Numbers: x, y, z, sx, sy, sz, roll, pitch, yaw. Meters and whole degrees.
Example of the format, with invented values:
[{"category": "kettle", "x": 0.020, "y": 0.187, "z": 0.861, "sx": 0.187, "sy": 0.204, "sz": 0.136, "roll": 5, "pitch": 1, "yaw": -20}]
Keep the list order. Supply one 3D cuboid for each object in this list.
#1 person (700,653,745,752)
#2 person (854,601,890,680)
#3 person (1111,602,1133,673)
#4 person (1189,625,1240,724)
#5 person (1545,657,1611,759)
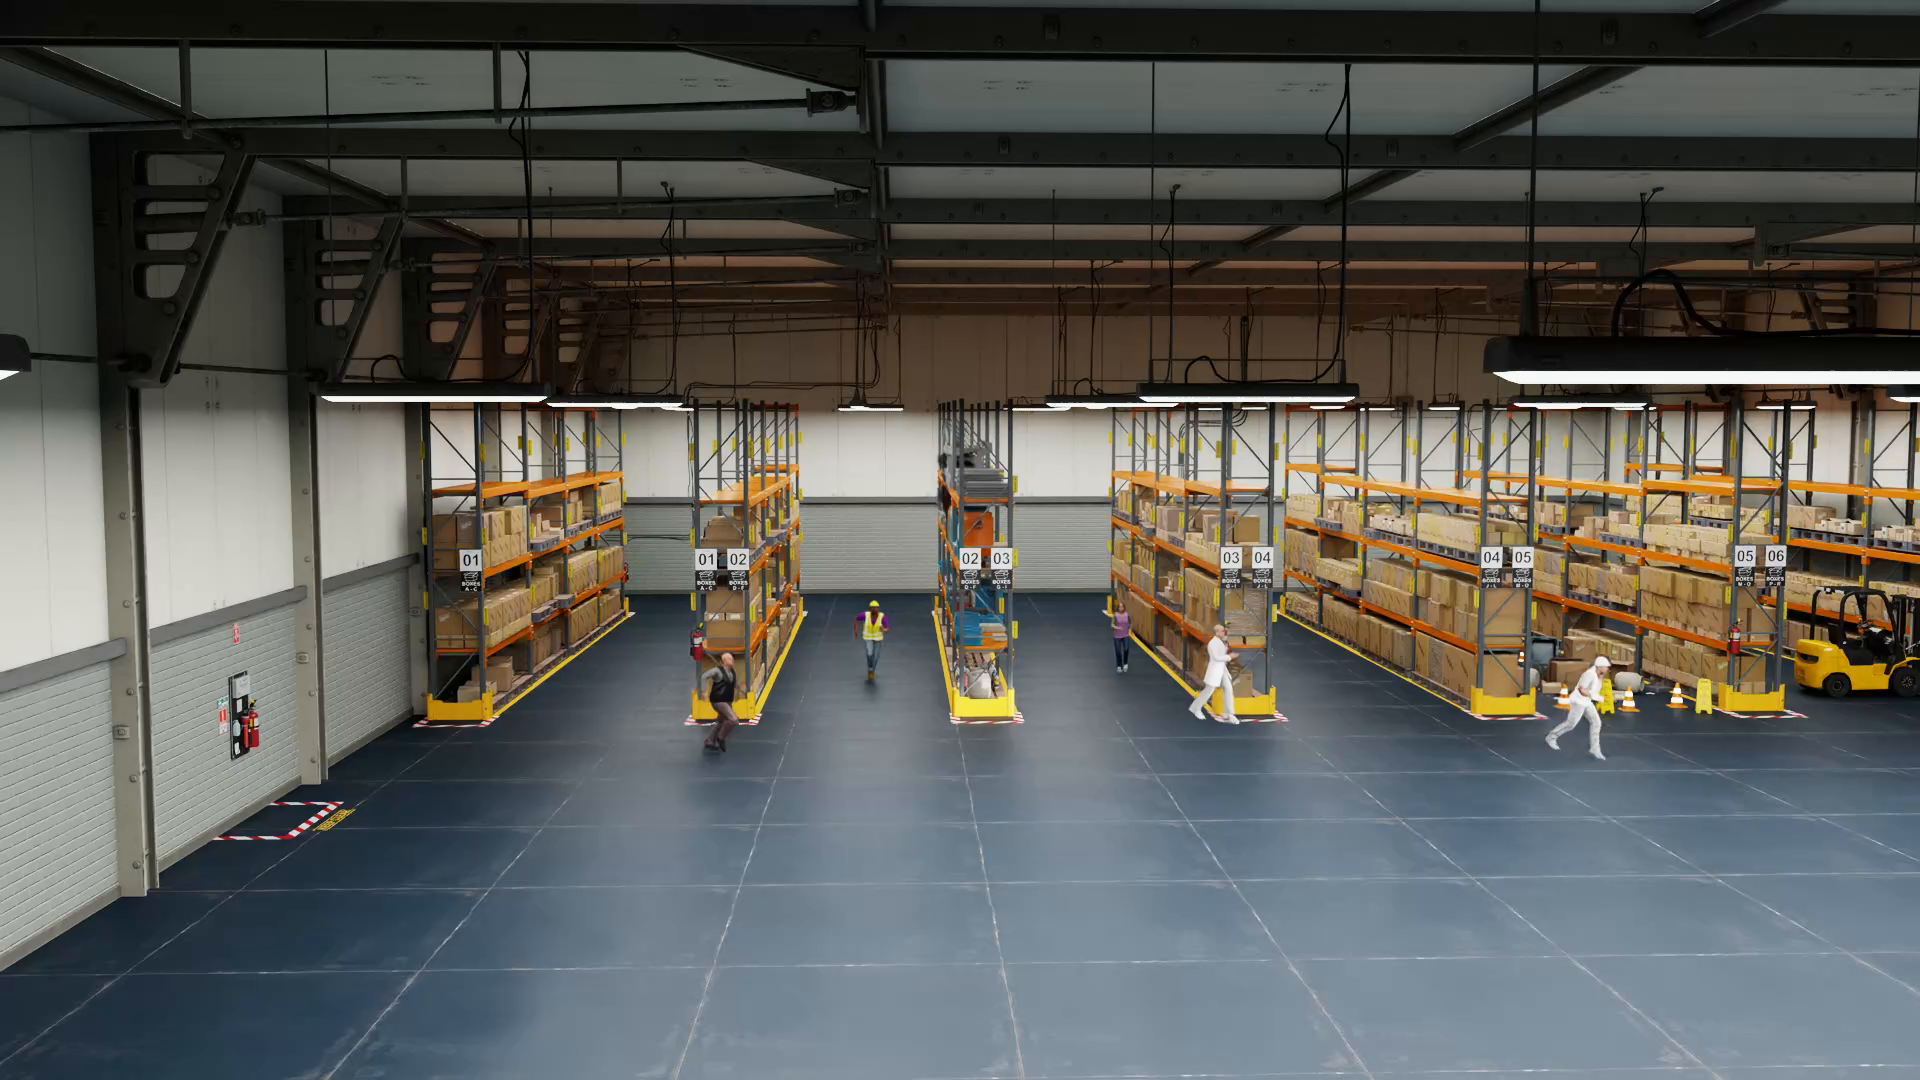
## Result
[{"category": "person", "x": -3.979, "y": 2.735, "z": 27.972, "sx": 0.782, "sy": 1.673, "sz": 0.688, "roll": 2, "pitch": 5, "yaw": 28}, {"category": "person", "x": -1.875, "y": 2.141, "z": 35.523, "sx": 0.740, "sy": 1.711, "sz": 0.783, "roll": -1, "pitch": 4, "yaw": -8}, {"category": "person", "x": 3.564, "y": 2.145, "z": 36.544, "sx": 0.512, "sy": 1.570, "sz": 0.636, "roll": 0, "pitch": 4, "yaw": 1}, {"category": "person", "x": 4.723, "y": 2.474, "z": 30.830, "sx": 0.977, "sy": 1.822, "sz": 0.676, "roll": 3, "pitch": 5, "yaw": 30}, {"category": "person", "x": 10.351, "y": 2.783, "z": 27.849, "sx": 1.051, "sy": 1.732, "sz": 0.727, "roll": 3, "pitch": 5, "yaw": 36}]
